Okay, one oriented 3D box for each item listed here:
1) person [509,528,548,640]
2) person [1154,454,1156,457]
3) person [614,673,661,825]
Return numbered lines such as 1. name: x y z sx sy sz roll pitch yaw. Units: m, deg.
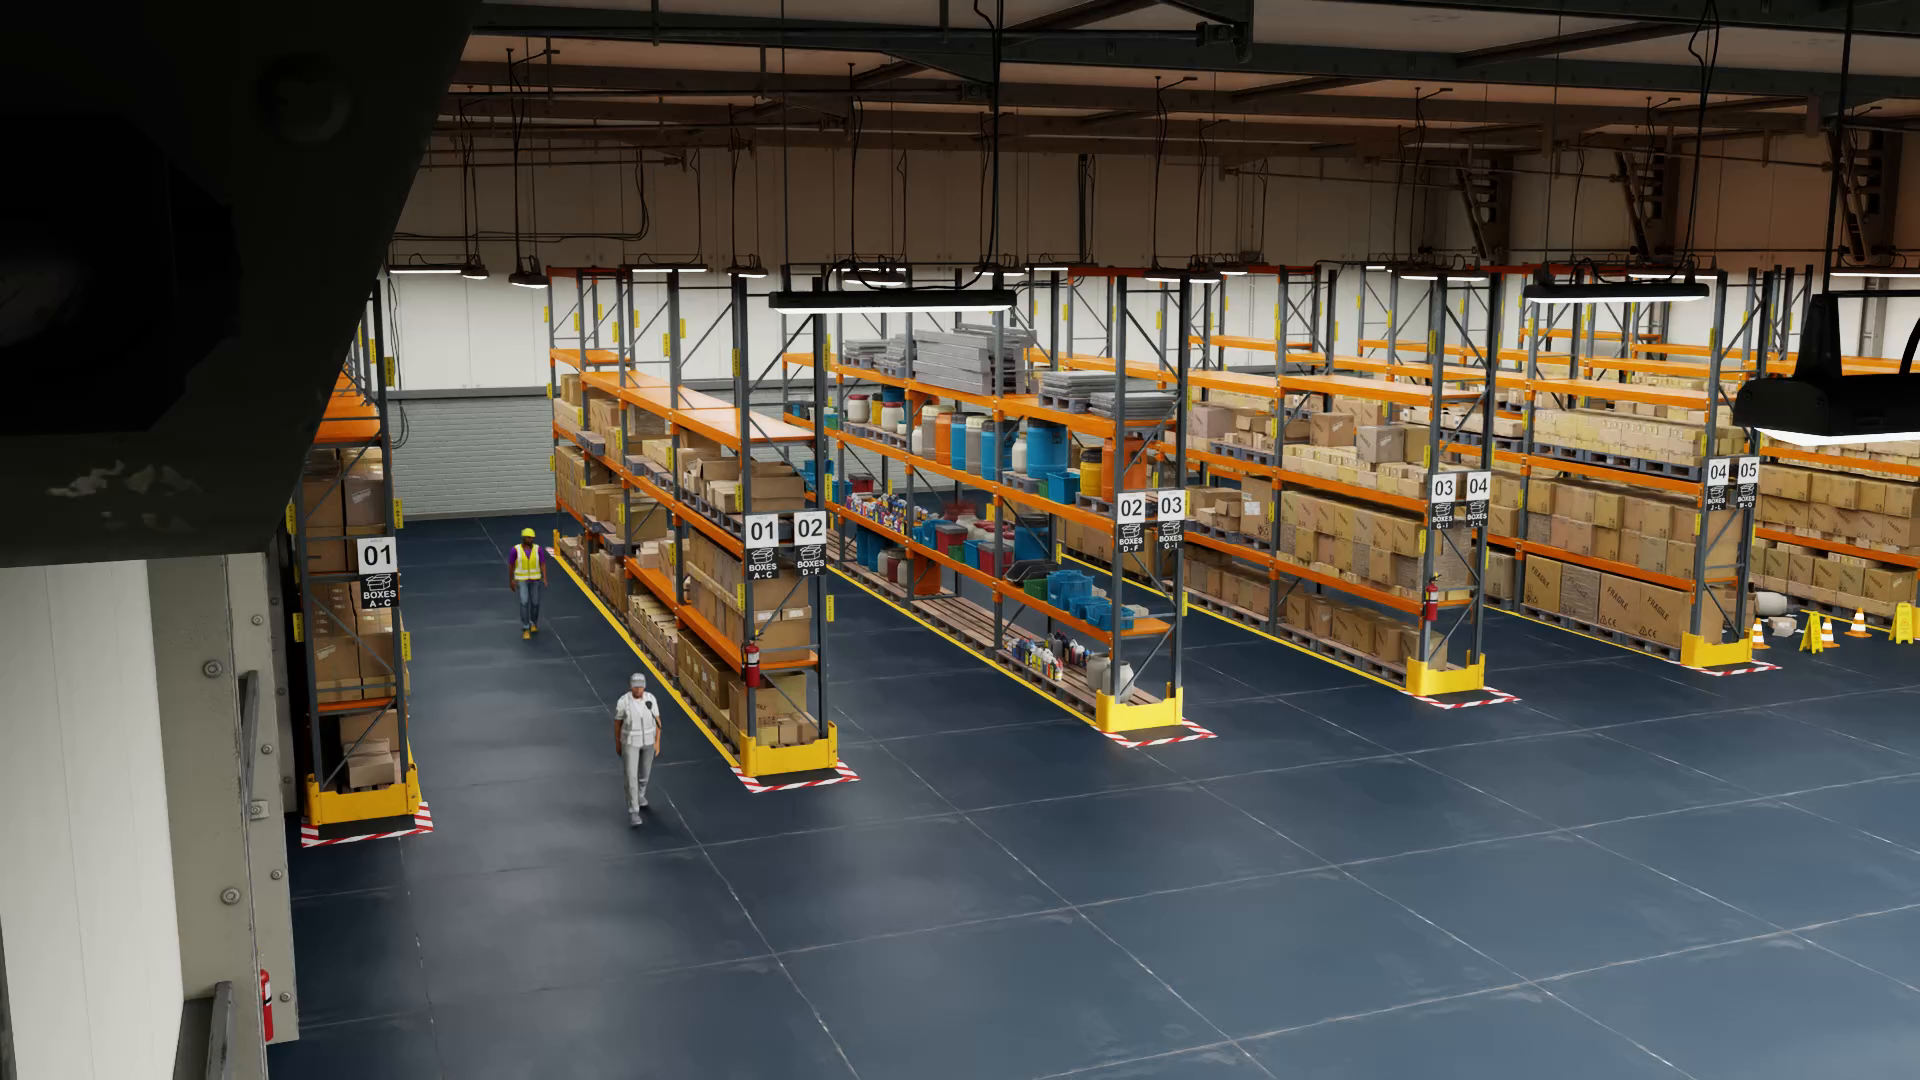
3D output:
1. person: -7.122 0.715 27.552 0.595 1.788 0.677 -5 11 -25
2. person: 4.624 -1.244 38.972 0.710 1.673 0.713 -2 10 -12
3. person: -3.604 2.297 18.702 0.516 1.616 0.949 -6 11 -29
